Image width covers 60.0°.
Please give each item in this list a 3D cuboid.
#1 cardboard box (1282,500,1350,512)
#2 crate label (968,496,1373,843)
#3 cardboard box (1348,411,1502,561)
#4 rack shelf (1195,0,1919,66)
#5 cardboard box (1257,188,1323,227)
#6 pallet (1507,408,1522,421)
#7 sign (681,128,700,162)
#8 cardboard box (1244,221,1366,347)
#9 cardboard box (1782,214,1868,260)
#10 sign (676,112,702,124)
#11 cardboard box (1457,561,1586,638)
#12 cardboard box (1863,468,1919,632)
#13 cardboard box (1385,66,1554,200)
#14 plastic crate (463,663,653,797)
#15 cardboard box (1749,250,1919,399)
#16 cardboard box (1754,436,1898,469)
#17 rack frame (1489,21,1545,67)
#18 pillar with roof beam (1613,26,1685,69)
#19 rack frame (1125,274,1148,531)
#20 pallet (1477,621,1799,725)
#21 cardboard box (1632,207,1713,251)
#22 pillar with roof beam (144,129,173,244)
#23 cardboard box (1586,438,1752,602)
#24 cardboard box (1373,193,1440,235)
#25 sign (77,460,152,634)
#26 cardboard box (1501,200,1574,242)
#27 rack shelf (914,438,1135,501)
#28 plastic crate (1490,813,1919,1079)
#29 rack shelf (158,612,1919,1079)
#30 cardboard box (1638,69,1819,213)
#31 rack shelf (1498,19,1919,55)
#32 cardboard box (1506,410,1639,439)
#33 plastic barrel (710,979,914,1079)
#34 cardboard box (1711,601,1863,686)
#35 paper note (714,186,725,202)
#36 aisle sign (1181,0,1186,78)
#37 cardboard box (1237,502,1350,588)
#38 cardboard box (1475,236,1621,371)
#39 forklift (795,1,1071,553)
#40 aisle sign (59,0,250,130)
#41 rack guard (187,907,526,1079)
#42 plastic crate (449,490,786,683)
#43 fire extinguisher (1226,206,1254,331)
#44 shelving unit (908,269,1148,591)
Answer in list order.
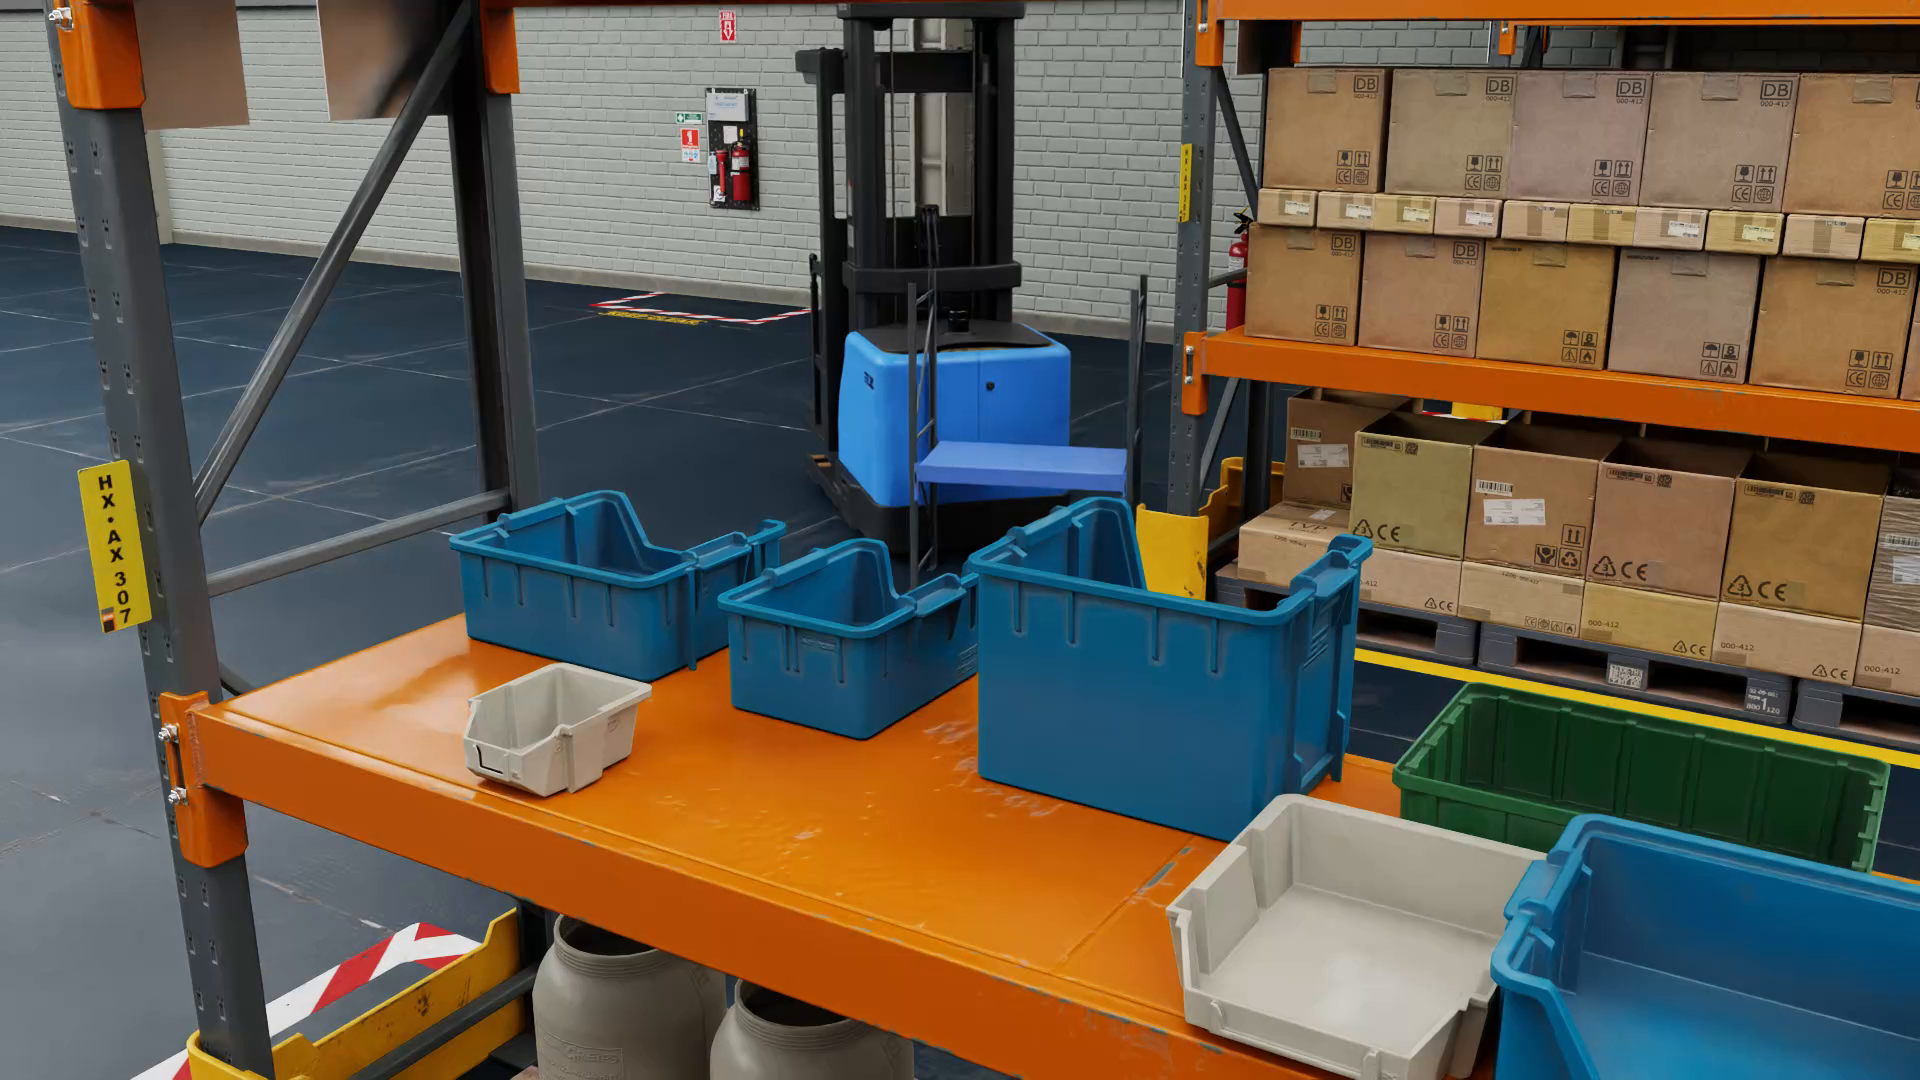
[{"bbox_3d":[1.873,-0.093,8.035,0.500,0.250,0.500,10,20,30],"label":"cardboard box"},{"bbox_3d":[0.376,0.206,2.981,0.616,0.435,0.502,10,20,30],"label":"crate label"},{"bbox_3d":[2.029,-0.248,7.255,0.500,0.500,0.500,10,20,30],"label":"cardboard box"},{"bbox_3d":[2.966,-2.003,6.391,4.000,0.370,1.077,10,20,30],"label":"rack shelf"},{"bbox_3d":[1.484,-1.461,7.243,0.250,0.149,0.380,10,20,30],"label":"cardboard box"},{"bbox_3d":[4.590,-0.965,11.696,1.213,0.211,1.003,10,20,30],"label":"pallet"},{"bbox_3d":[-2.715,-3.976,16.748,0.234,0.329,0.001,10,20,30],"label":"sign"},{"bbox_3d":[1.653,-1.190,7.465,0.500,0.500,0.700,10,20,30],"label":"cardboard box"},{"bbox_3d":[3.245,-1.148,6.211,0.250,0.149,0.380,11,20,32],"label":"cardboard box"},{"bbox_3d":[-2.716,-4.227,16.662,0.331,0.109,0.001,10,20,30],"label":"sign"},{"bbox_3d":[2.456,0.187,7.114,0.500,0.250,0.500,10,20,30],"label":"cardboard box"},{"bbox_3d":[3.741,0.053,6.264,0.500,0.500,0.500,10,20,30],"label":"cardboard box"},{"bbox_3d":[2.149,-1.724,6.991,0.500,0.500,0.700,10,19,29],"label":"cardboard box"},{"bbox_3d":[-0.739,0.352,3.015,0.250,0.136,0.298,10,20,30],"label":"plastic crate"},{"bbox_3d":[3.411,-0.877,6.437,0.500,0.500,0.700,10,20,31],"label":"cardboard box"},{"bbox_3d":[3.587,-0.152,6.939,0.500,0.500,0.500,10,20,30],"label":"cardboard box"},{"bbox_3d":[3.851,-2.444,11.765,0.127,3.000,1.000,10,20,30],"label":"rack frame"},{"bbox_3d":[2.647,-4.356,7.737,0.400,9.000,9.100,10,20,30],"label":"pillar with roof beam"},{"bbox_3d":[0.822,-0.463,7.823,0.032,1.500,0.500,3,17,11],"label":"rack frame"},{"bbox_3d":[2.971,0.410,7.169,1.213,0.211,1.003,10,20,30],"label":"pallet"},{"bbox_3d":[2.793,-1.227,6.473,0.250,0.149,0.380,10,20,31],"label":"cardboard box"},{"bbox_3d":[-12.691,-7.094,16.751,0.400,9.000,9.100,10,20,30],"label":"pillar with roof beam"},{"bbox_3d":[2.879,-0.095,6.750,0.500,0.500,0.500,10,20,30],"label":"cardboard box"},{"bbox_3d":[1.922,-1.384,6.987,0.250,0.149,0.380,10,20,30],"label":"cardboard box"},{"bbox_3d":[-1.625,0.013,3.200,0.005,0.325,0.100,10,20,30],"label":"sign"},{"bbox_3d":[2.364,-1.305,6.727,0.250,0.149,0.380,9,19,28],"label":"cardboard box"},{"bbox_3d":[0.323,-0.319,7.968,1.000,0.185,0.538,3,17,11],"label":"rack shelf"},{"bbox_3d":[0.990,0.589,2.038,0.616,0.251,0.499,10,20,30],"label":"plastic crate"},{"bbox_3d":[0.371,0.659,2.790,4.000,0.370,1.077,10,20,30],"label":"rack shelf"},{"bbox_3d":[3.006,-1.571,6.489,0.500,0.500,0.700,10,20,30],"label":"cardboard box"},{"bbox_3d":[5.555,-3.230,10.432,4.000,0.370,1.077,10,20,30],"label":"rack shelf"},{"bbox_3d":[2.734,-0.304,7.439,0.500,0.500,0.500,10,20,30],"label":"cardboard box"},{"bbox_3d":[-0.306,1.157,3.469,0.421,0.512,0.421,0,17,0],"label":"plastic barrel"},{"bbox_3d":[3.306,0.340,6.610,0.500,0.250,0.500,10,20,30],"label":"cardboard box"},{"bbox_3d":[-2.413,-3.472,16.665,0.142,0.148,0.016,10,20,30],"label":"paper note"},{"bbox_3d":[1.046,-2.394,7.129,0.004,0.787,0.394,10,20,30],"label":"aisle sign"},{"bbox_3d":[1.602,0.035,7.613,0.500,0.250,0.500,10,20,30],"label":"cardboard box"},{"bbox_3d":[2.523,-1.034,6.953,0.500,0.500,0.700,10,20,30],"label":"cardboard box"},{"bbox_3d":[-0.304,-1.724,9.514,1.130,2.935,3.031,-5,17,-15],"label":"forklift"},{"bbox_3d":[-1.548,-1.172,3.106,0.004,0.787,0.394,10,20,30],"label":"aisle sign"},{"bbox_3d":[-1.244,1.206,4.051,0.348,0.500,1.175,10,20,30],"label":"rack guard"},{"bbox_3d":[-0.750,0.083,3.702,0.616,0.251,0.499,10,20,30],"label":"plastic crate"},{"bbox_3d":[1.404,-1.312,8.173,0.183,0.674,0.296,10,20,30],"label":"fire extinguisher"},{"bbox_3d":[0.323,-0.491,7.916,1.048,1.500,0.538,3,17,11],"label":"shelving unit"}]
